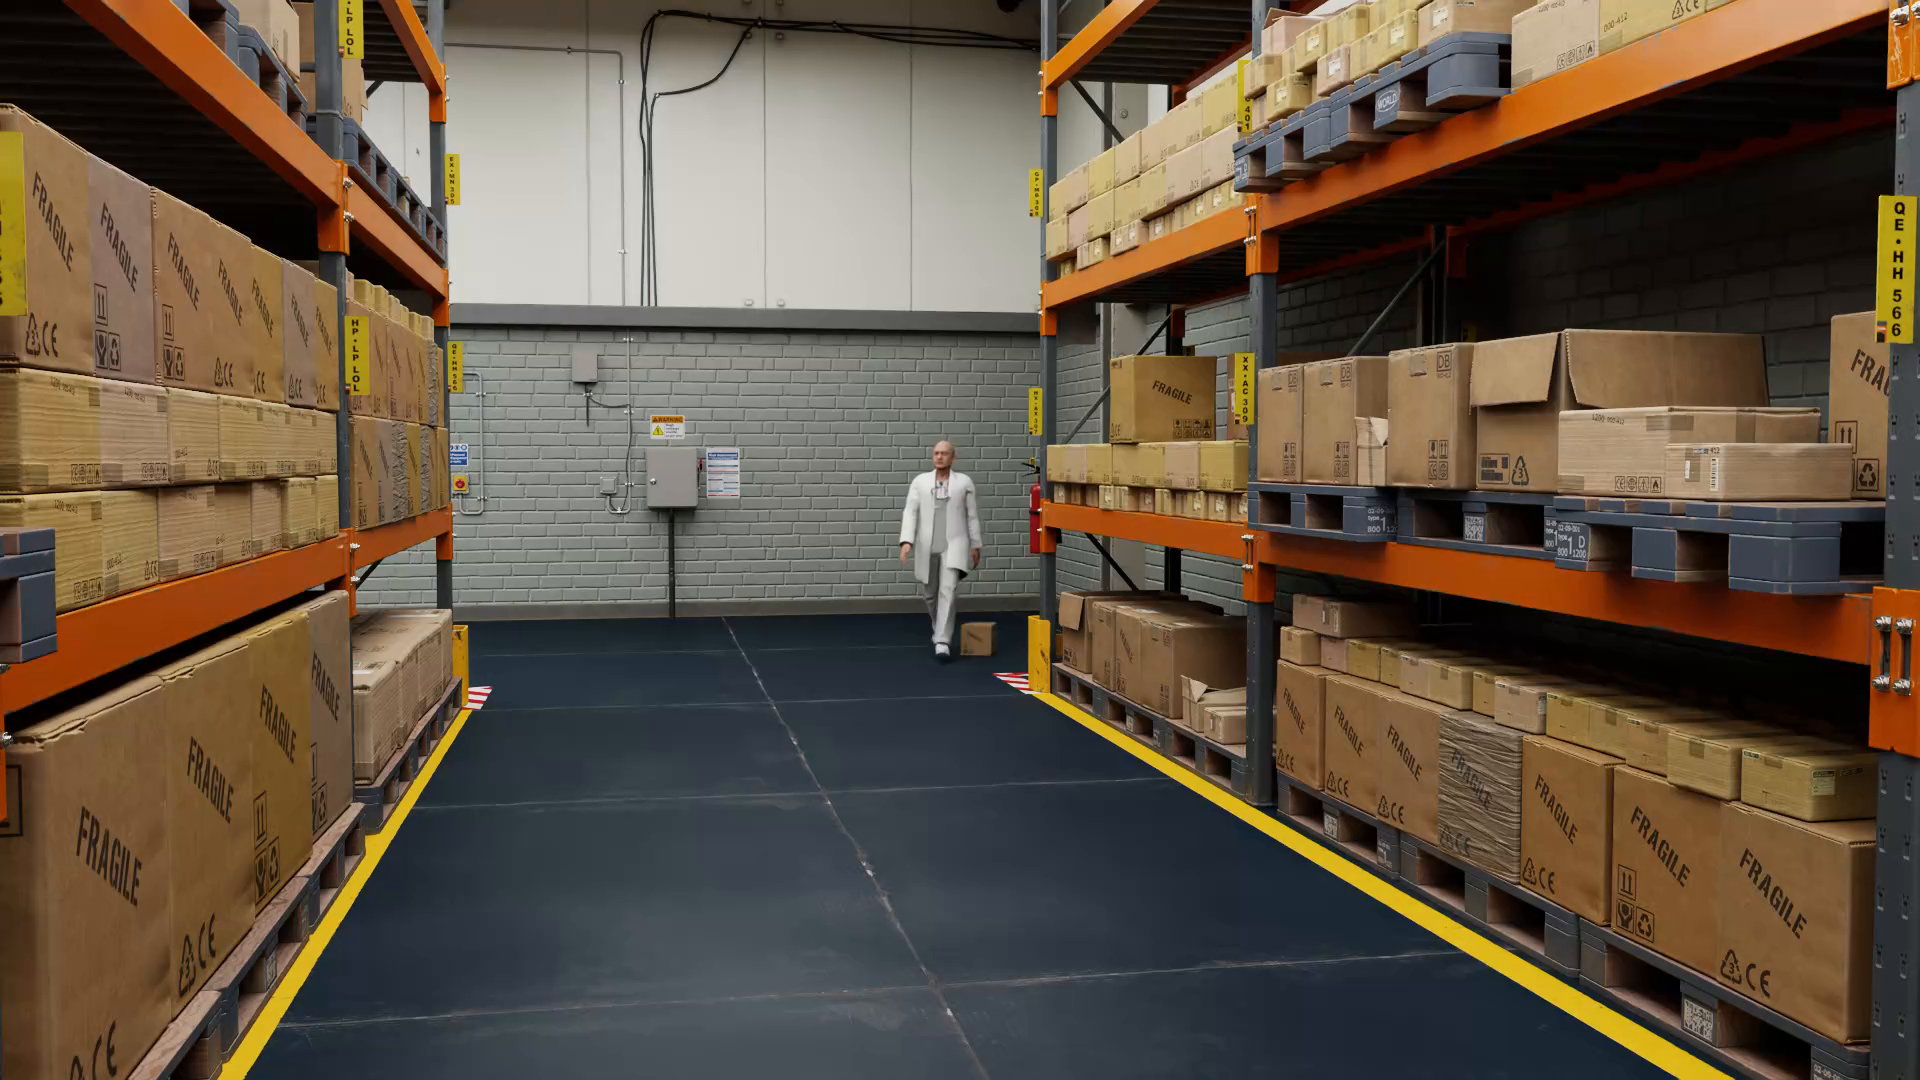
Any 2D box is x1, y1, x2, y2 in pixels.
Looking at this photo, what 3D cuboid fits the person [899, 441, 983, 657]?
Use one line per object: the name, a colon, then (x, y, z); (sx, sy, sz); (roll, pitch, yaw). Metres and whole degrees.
person: (-0.151, 0.060, 13.518); (0.625, 1.727, 1.175); (1, 3, 10)
